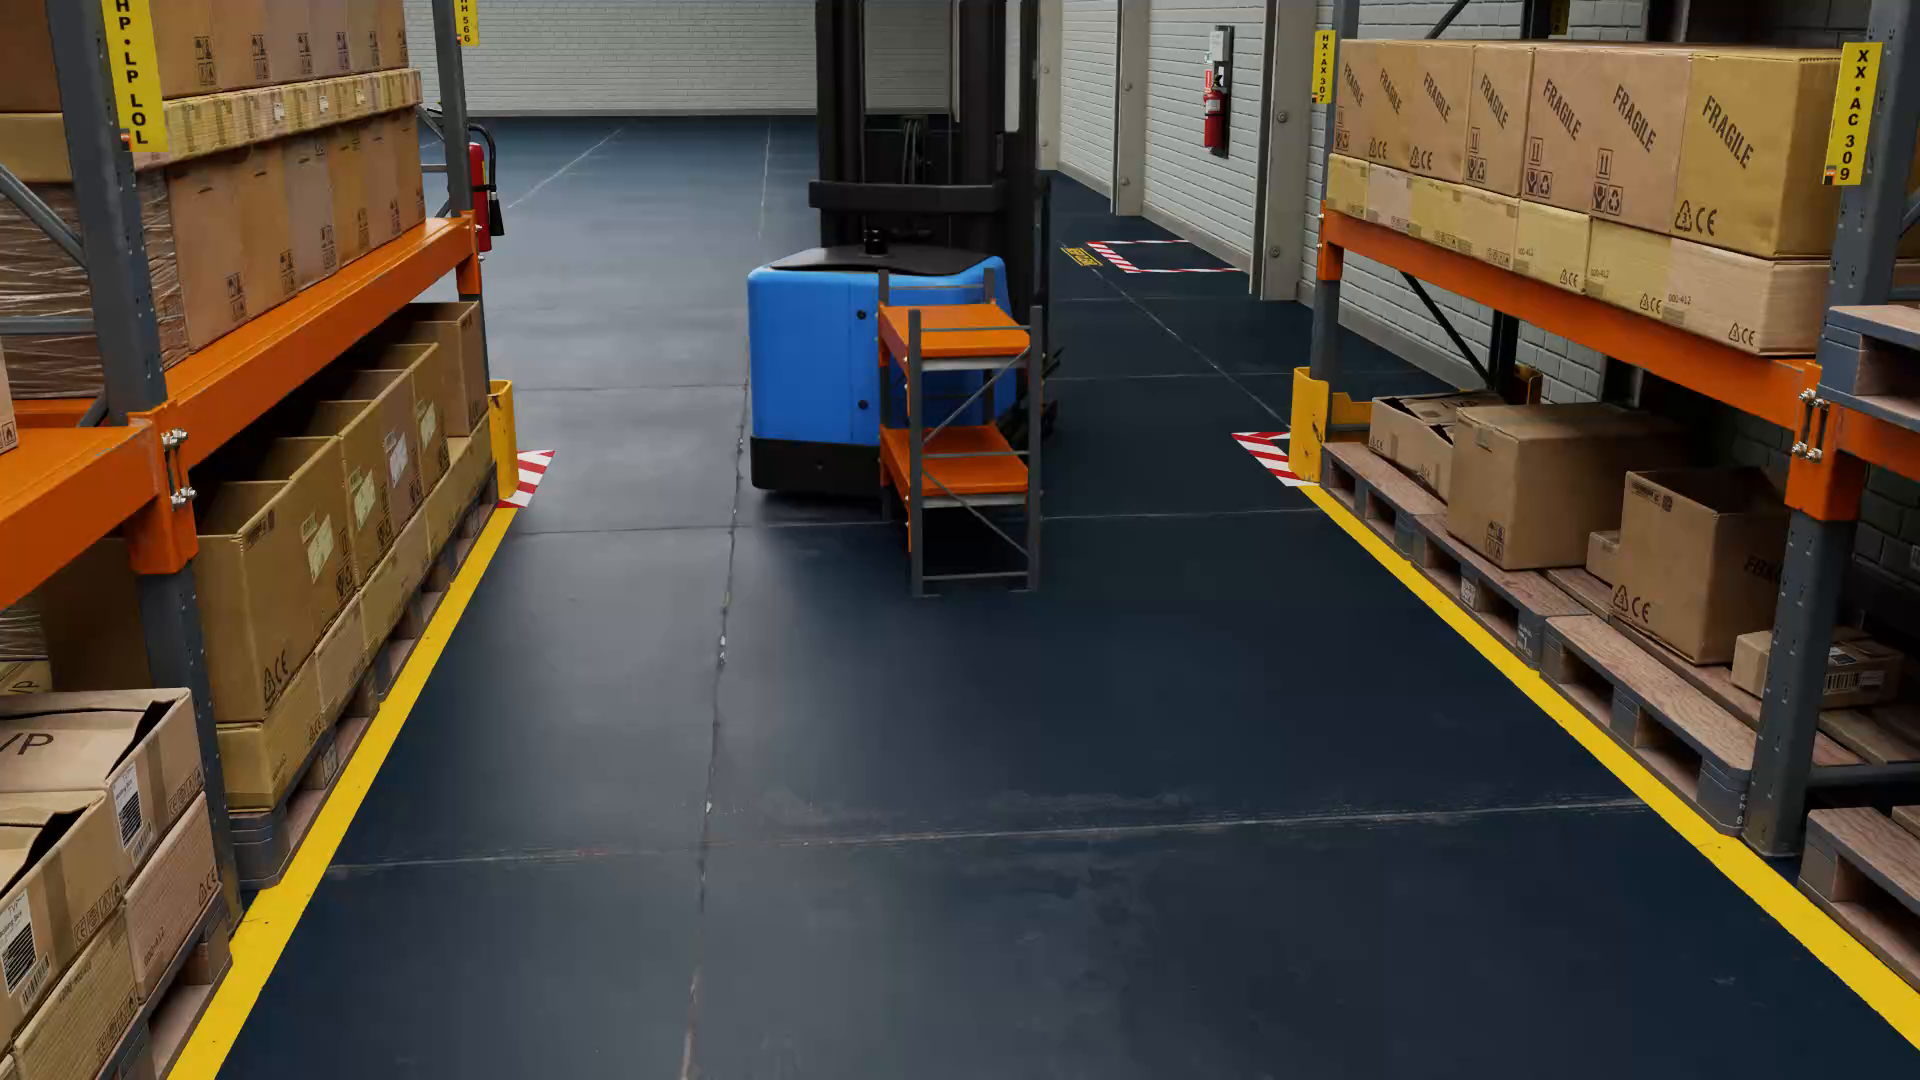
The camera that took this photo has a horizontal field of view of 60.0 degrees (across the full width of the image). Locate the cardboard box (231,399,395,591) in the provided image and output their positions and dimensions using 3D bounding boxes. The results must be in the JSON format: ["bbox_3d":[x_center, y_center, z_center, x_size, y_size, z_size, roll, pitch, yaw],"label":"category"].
[{"bbox_3d":[-2.125,-0.145,5.269,0.500,0.500,0.500,-2,18,-6],"label":"cardboard box"}]

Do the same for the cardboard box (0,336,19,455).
[{"bbox_3d":[-2.191,-0.236,3.172,0.500,0.250,0.500,-1,17,-2],"label":"cardboard box"}]

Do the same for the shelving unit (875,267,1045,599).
[{"bbox_3d":[-0.021,-0.473,6.806,0.538,1.125,1.048,-3,18,-9],"label":"shelving unit"}]

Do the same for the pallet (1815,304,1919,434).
[{"bbox_3d":[2.576,-0.283,3.392,1.003,0.211,1.213,-2,18,-6],"label":"pallet"}]

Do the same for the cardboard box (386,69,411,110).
[{"bbox_3d":[-2.441,-1.816,6.704,0.380,0.149,0.250,-1,17,-4],"label":"cardboard box"}]

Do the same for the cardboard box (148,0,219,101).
[{"bbox_3d":[-2.391,-1.402,4.303,0.700,0.500,0.500,-2,18,-6],"label":"cardboard box"}]

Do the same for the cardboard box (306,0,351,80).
[{"bbox_3d":[-2.544,-1.849,5.728,0.700,0.500,0.500,-2,18,-5],"label":"cardboard box"}]

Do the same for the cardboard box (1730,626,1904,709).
[{"bbox_3d":[2.557,0.376,4.966,0.380,0.166,0.250,-4,18,-13],"label":"cardboard box"}]

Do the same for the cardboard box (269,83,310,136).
[{"bbox_3d":[-2.284,-1.358,5.244,0.380,0.149,0.250,-2,18,-6],"label":"cardboard box"}]

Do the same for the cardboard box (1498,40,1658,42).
[{"bbox_3d":[2.531,-1.811,6.901,0.500,0.500,0.500,-2,17,-5],"label":"cardboard box"}]

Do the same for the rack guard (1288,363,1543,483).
[{"bbox_3d":[2.237,-0.584,8.202,1.175,0.500,0.348,-2,18,-6],"label":"rack guard"}]

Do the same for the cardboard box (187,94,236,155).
[{"bbox_3d":[-2.203,-1.126,4.506,0.380,0.149,0.250,-2,18,-6],"label":"cardboard box"}]

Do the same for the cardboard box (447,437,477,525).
[{"bbox_3d":[-2.285,-0.234,6.804,0.500,0.250,0.500,-2,18,-6],"label":"cardboard box"}]

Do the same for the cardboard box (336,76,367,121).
[{"bbox_3d":[-2.363,-1.587,5.973,0.380,0.149,0.250,-1,17,-4],"label":"cardboard box"}]

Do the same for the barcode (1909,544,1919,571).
[{"bbox_3d":[2.825,0.055,4.900,0.001,0.075,0.075,-2,18,-6],"label":"barcode"}]

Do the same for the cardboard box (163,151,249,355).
[{"bbox_3d":[-2.398,-0.790,4.518,0.700,0.500,0.500,-2,18,-6],"label":"cardboard box"}]

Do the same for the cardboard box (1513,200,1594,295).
[{"bbox_3d":[2.181,-0.975,5.492,0.500,0.250,0.500,-2,18,-6],"label":"cardboard box"}]

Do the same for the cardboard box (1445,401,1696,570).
[{"bbox_3d":[2.296,-0.217,6.300,0.700,0.500,0.500,-3,18,-9],"label":"cardboard box"}]

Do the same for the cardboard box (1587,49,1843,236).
[{"bbox_3d":[2.228,-1.183,4.902,0.500,0.500,0.500,-2,18,-6],"label":"cardboard box"}]

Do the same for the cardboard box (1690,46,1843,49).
[{"bbox_3d":[2.705,-1.352,5.442,0.500,0.500,0.500,-1,17,-4],"label":"cardboard box"}]

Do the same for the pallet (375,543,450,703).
[{"bbox_3d":[-2.455,0.275,5.949,1.003,0.211,1.213,-2,18,-6],"label":"pallet"}]

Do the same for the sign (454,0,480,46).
[{"bbox_3d":[-2.157,-2.323,7.239,0.100,0.325,0.005,-2,18,-6],"label":"sign"}]

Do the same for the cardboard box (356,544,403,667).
[{"bbox_3d":[-2.124,0.213,5.381,0.500,0.250,0.500,-2,18,-6],"label":"cardboard box"}]

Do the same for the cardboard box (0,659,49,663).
[{"bbox_3d":[-2.592,0.378,4.855,0.500,0.250,0.500,-2,18,-6],"label":"cardboard box"}]

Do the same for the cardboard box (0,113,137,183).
[{"bbox_3d":[-2.120,-0.896,3.774,0.380,0.149,0.250,-2,18,-6],"label":"cardboard box"}]

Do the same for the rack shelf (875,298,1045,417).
[{"bbox_3d":[-0.021,-0.752,6.718,0.538,0.278,1.000,-3,18,-9],"label":"rack shelf"}]

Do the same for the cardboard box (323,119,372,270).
[{"bbox_3d":[-2.558,-1.249,5.979,0.700,0.500,0.500,-2,18,-5],"label":"cardboard box"}]

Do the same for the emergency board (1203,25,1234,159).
[{"bbox_3d":[2.326,-4.142,15.363,0.194,1.169,0.643,-2,18,-6],"label":"emergency board"}]

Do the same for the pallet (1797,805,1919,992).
[{"bbox_3d":[2.723,0.955,3.782,1.003,0.211,1.213,-2,18,-6],"label":"pallet"}]

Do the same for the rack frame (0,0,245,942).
[{"bbox_3d":[-2.285,-0.453,3.612,1.000,3.000,0.127,-2,18,-6],"label":"rack frame"}]

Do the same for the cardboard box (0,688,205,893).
[{"bbox_3d":[-1.958,0.503,3.521,0.500,0.311,0.500,-2,18,-6],"label":"cardboard box"}]

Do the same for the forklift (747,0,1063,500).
[{"bbox_3d":[-0.094,-1.968,8.551,1.130,2.935,3.031,5,18,14],"label":"forklift"}]

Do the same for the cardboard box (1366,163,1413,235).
[{"bbox_3d":[2.031,-1.427,6.933,0.500,0.250,0.500,-2,18,-7],"label":"cardboard box"}]

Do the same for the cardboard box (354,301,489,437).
[{"bbox_3d":[-2.346,-0.740,7.165,0.500,0.500,0.500,-2,18,-6],"label":"cardboard box"}]

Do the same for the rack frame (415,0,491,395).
[{"bbox_3d":[-2.698,-1.645,7.408,1.000,3.000,0.127,-2,18,-6],"label":"rack frame"}]

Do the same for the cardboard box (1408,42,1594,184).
[{"bbox_3d":[2.067,-1.641,6.363,0.500,0.500,0.500,-2,18,-7],"label":"cardboard box"}]

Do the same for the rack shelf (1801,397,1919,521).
[{"bbox_3d":[2.848,0.332,2.313,1.077,0.370,4.000,-2,18,-6],"label":"rack shelf"}]

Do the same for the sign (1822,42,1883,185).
[{"bbox_3d":[2.103,-1.001,3.913,0.100,0.325,0.005,-2,18,-6],"label":"sign"}]

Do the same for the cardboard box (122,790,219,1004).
[{"bbox_3d":[-1.954,0.773,3.596,0.500,0.250,0.500,-2,18,-6],"label":"cardboard box"}]

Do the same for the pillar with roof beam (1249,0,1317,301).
[{"bbox_3d":[-1.739,-6.134,11.692,9.100,9.000,0.400,-2,18,-6],"label":"pillar with roof beam"}]

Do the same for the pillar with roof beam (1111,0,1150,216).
[{"bbox_3d":[-2.358,-7.922,17.386,9.100,9.000,0.400,-2,18,-6],"label":"pillar with roof beam"}]
